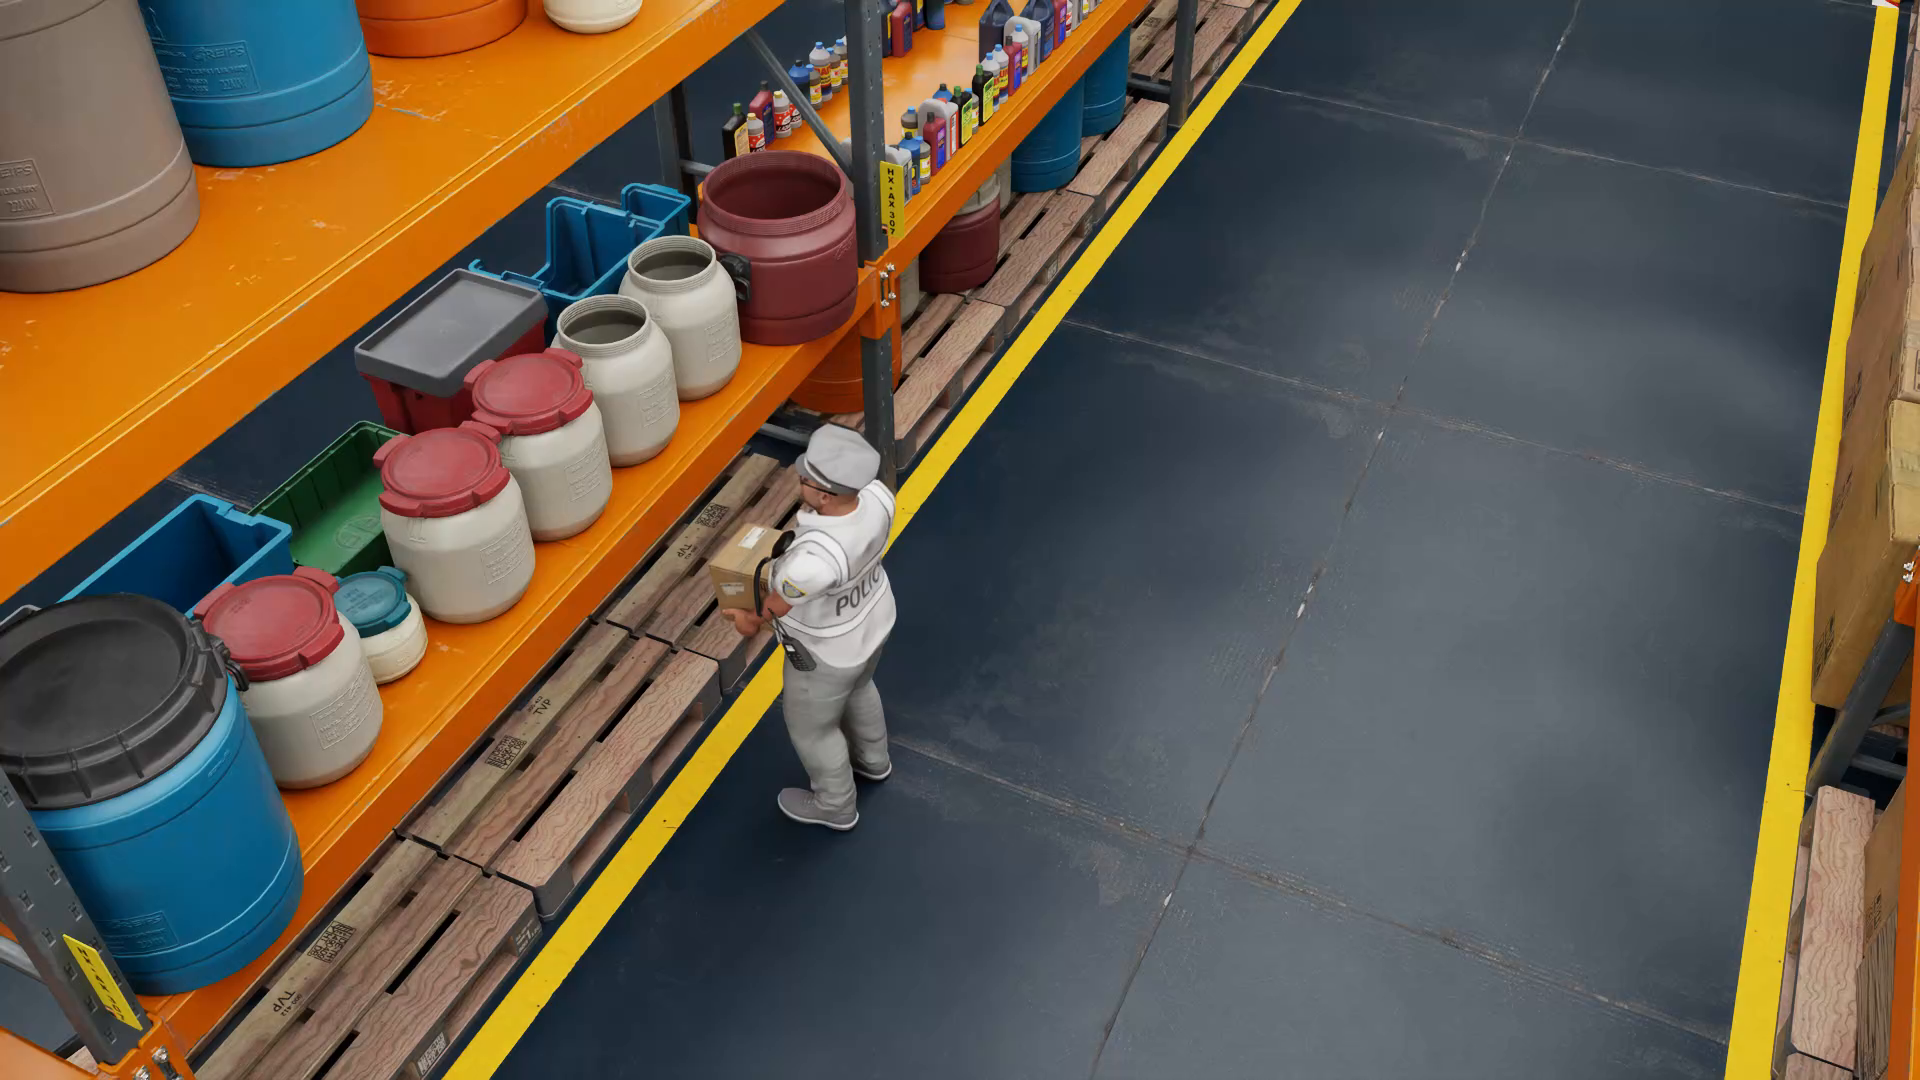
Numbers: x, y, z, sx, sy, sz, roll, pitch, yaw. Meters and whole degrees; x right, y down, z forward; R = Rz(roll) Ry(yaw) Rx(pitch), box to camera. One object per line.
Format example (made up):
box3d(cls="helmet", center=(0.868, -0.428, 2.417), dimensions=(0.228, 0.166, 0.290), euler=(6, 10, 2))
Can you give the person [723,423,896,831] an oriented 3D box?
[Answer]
box3d(cls="person", center=(-0.521, 0.294, 5.814), dimensions=(0.567, 1.766, 0.494), euler=(18, 45, 19))
